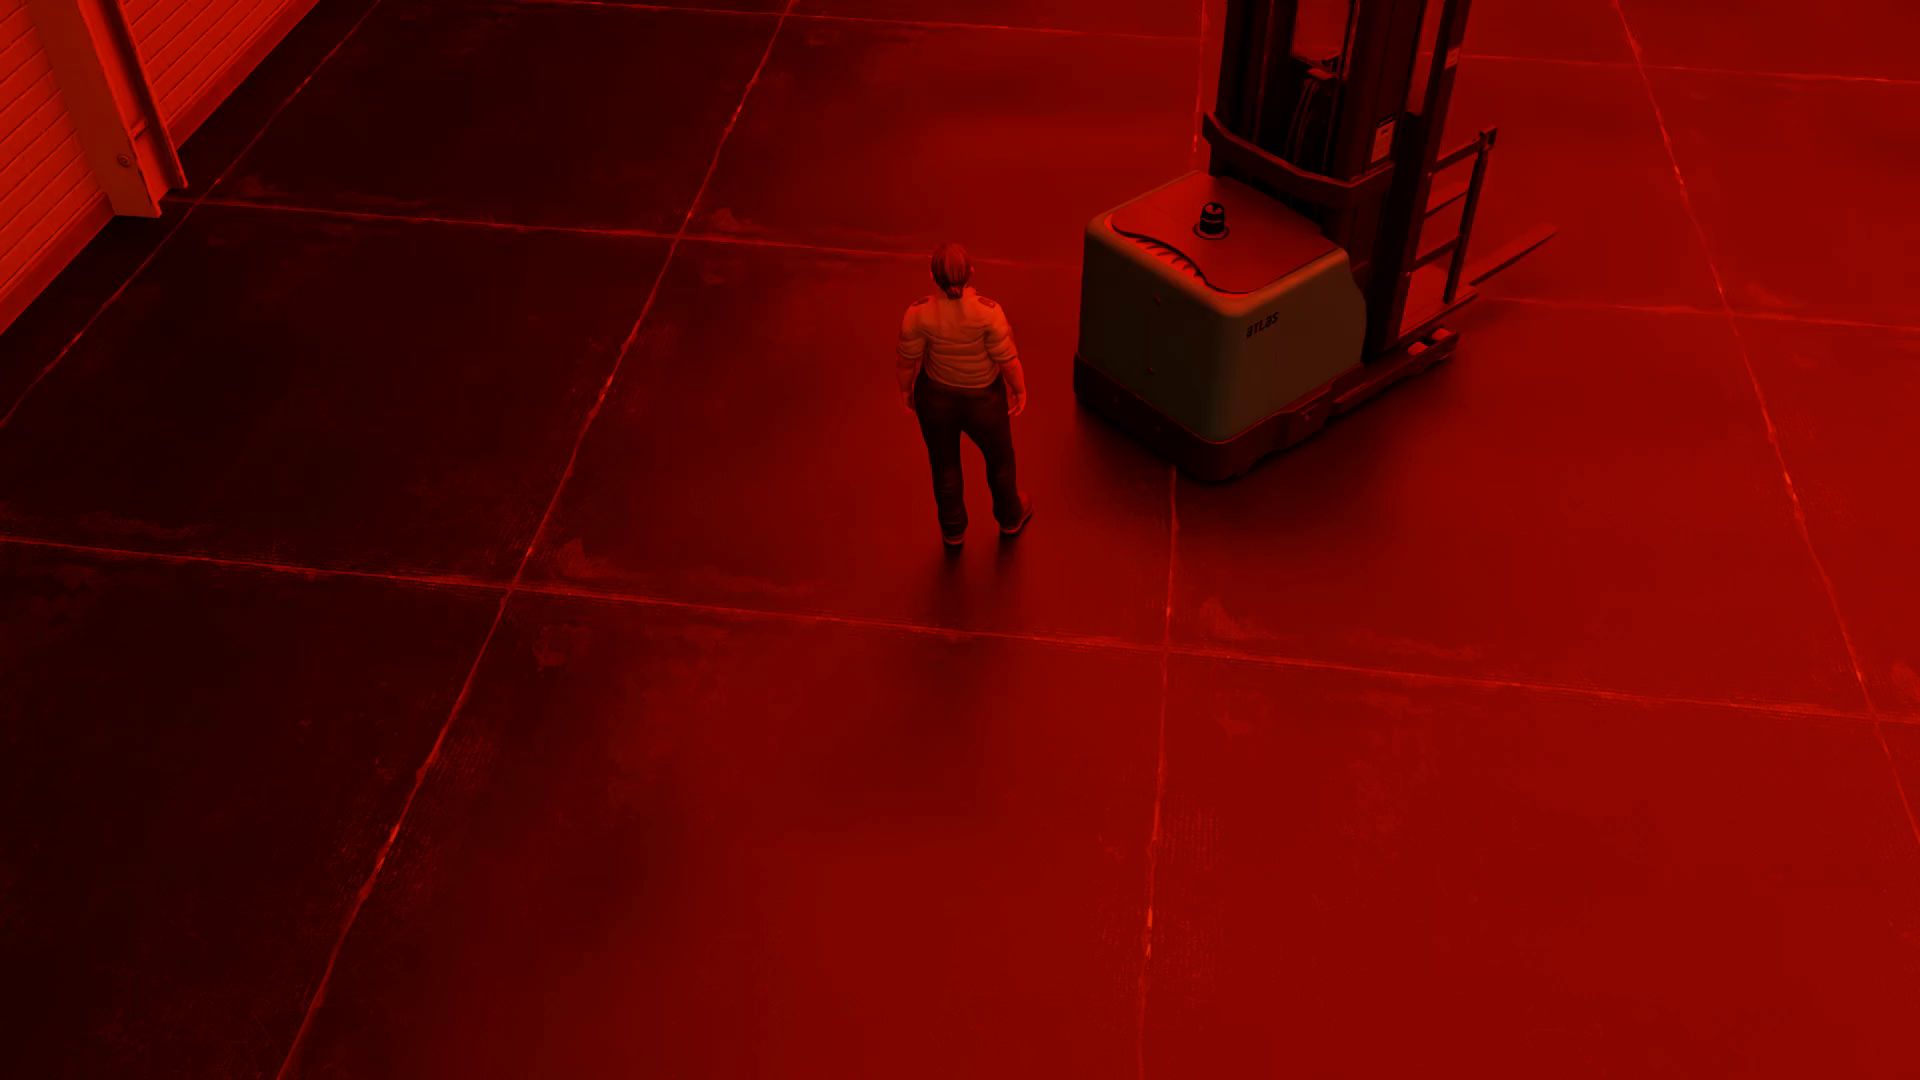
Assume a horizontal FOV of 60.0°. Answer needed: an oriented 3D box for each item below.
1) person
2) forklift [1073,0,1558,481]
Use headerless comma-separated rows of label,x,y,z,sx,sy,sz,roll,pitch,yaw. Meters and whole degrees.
person,0.035,-0.670,7.392,0.598,1.651,0.502,5,43,6
forklift,2.041,-2.210,8.131,3.031,2.935,1.130,-29,50,-28
